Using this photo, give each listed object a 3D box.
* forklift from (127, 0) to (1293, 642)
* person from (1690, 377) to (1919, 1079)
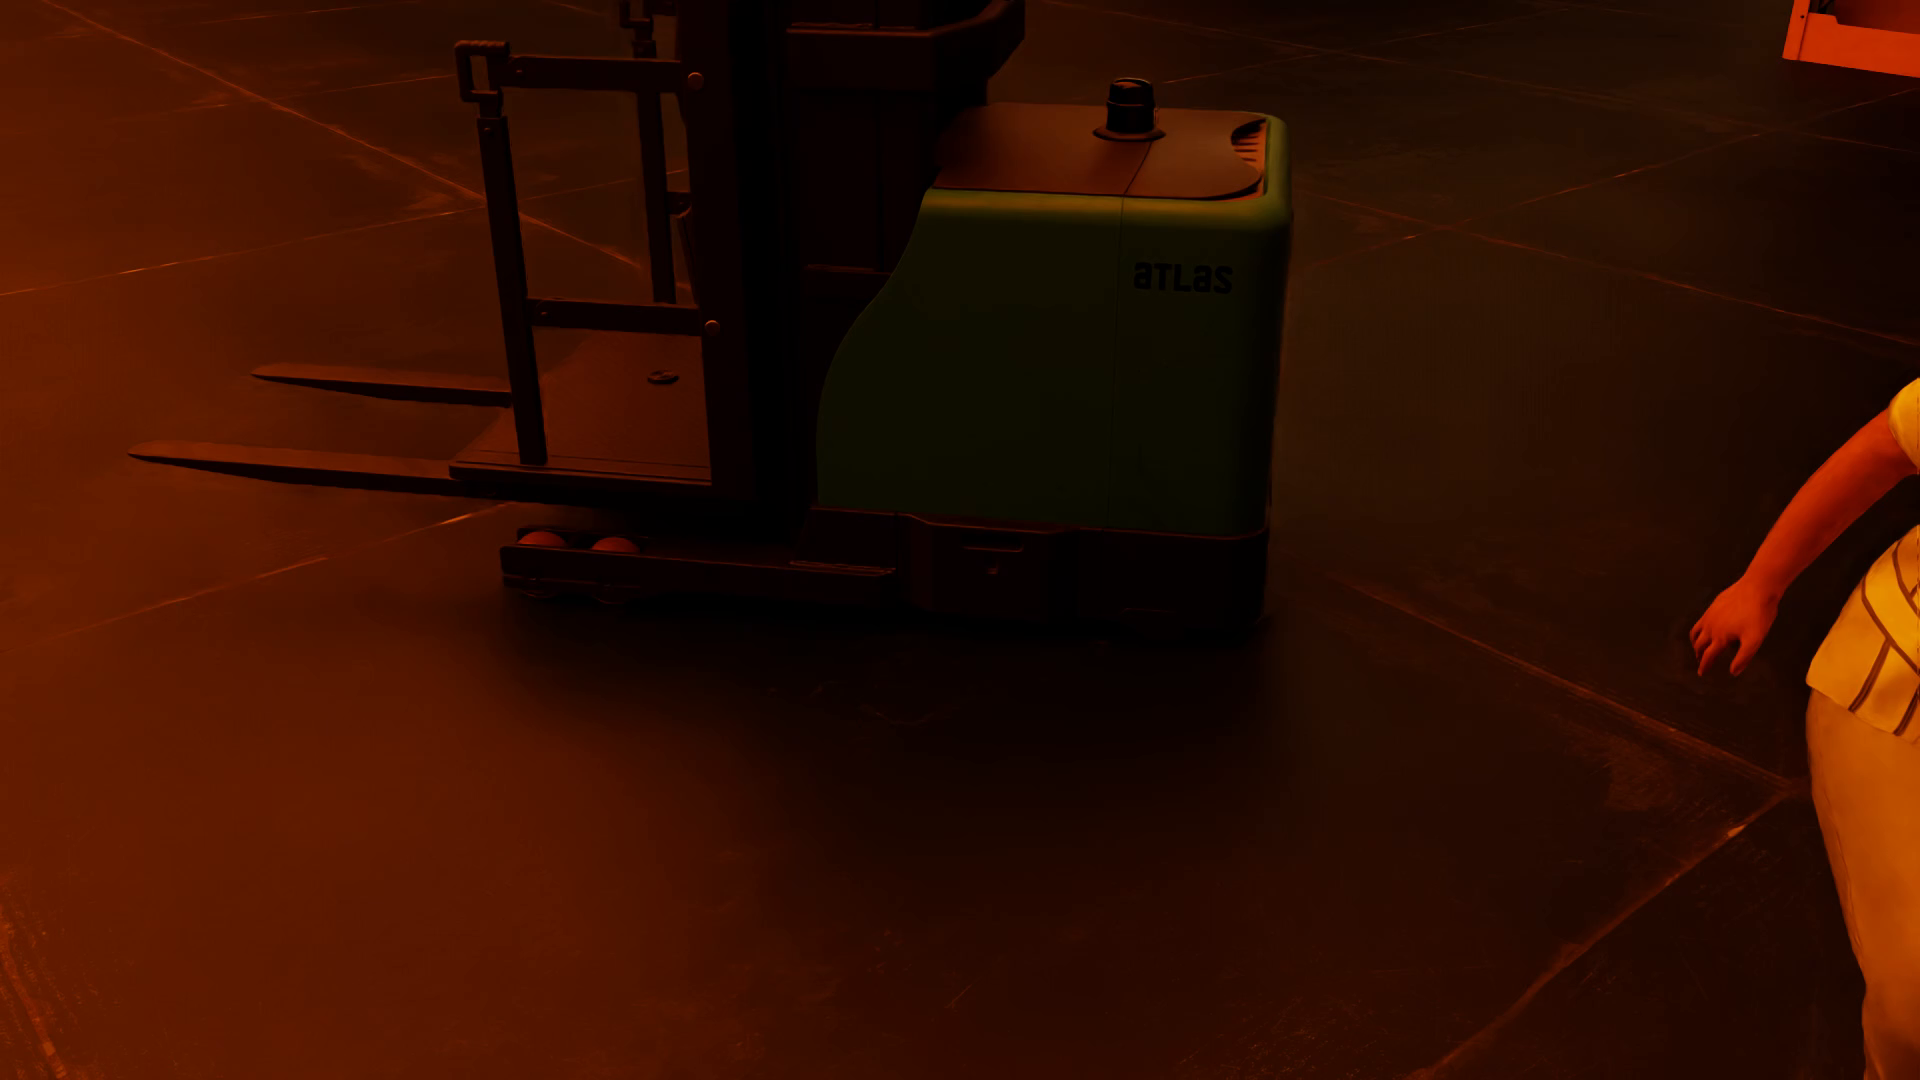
[{"bbox_3d":[-0.695,-1.376,3.976,3.031,2.935,1.130,5,27,9],"label":"forklift"},{"bbox_3d":[1.356,0.326,2.112,0.773,1.570,0.777,9,28,18],"label":"person"}]
